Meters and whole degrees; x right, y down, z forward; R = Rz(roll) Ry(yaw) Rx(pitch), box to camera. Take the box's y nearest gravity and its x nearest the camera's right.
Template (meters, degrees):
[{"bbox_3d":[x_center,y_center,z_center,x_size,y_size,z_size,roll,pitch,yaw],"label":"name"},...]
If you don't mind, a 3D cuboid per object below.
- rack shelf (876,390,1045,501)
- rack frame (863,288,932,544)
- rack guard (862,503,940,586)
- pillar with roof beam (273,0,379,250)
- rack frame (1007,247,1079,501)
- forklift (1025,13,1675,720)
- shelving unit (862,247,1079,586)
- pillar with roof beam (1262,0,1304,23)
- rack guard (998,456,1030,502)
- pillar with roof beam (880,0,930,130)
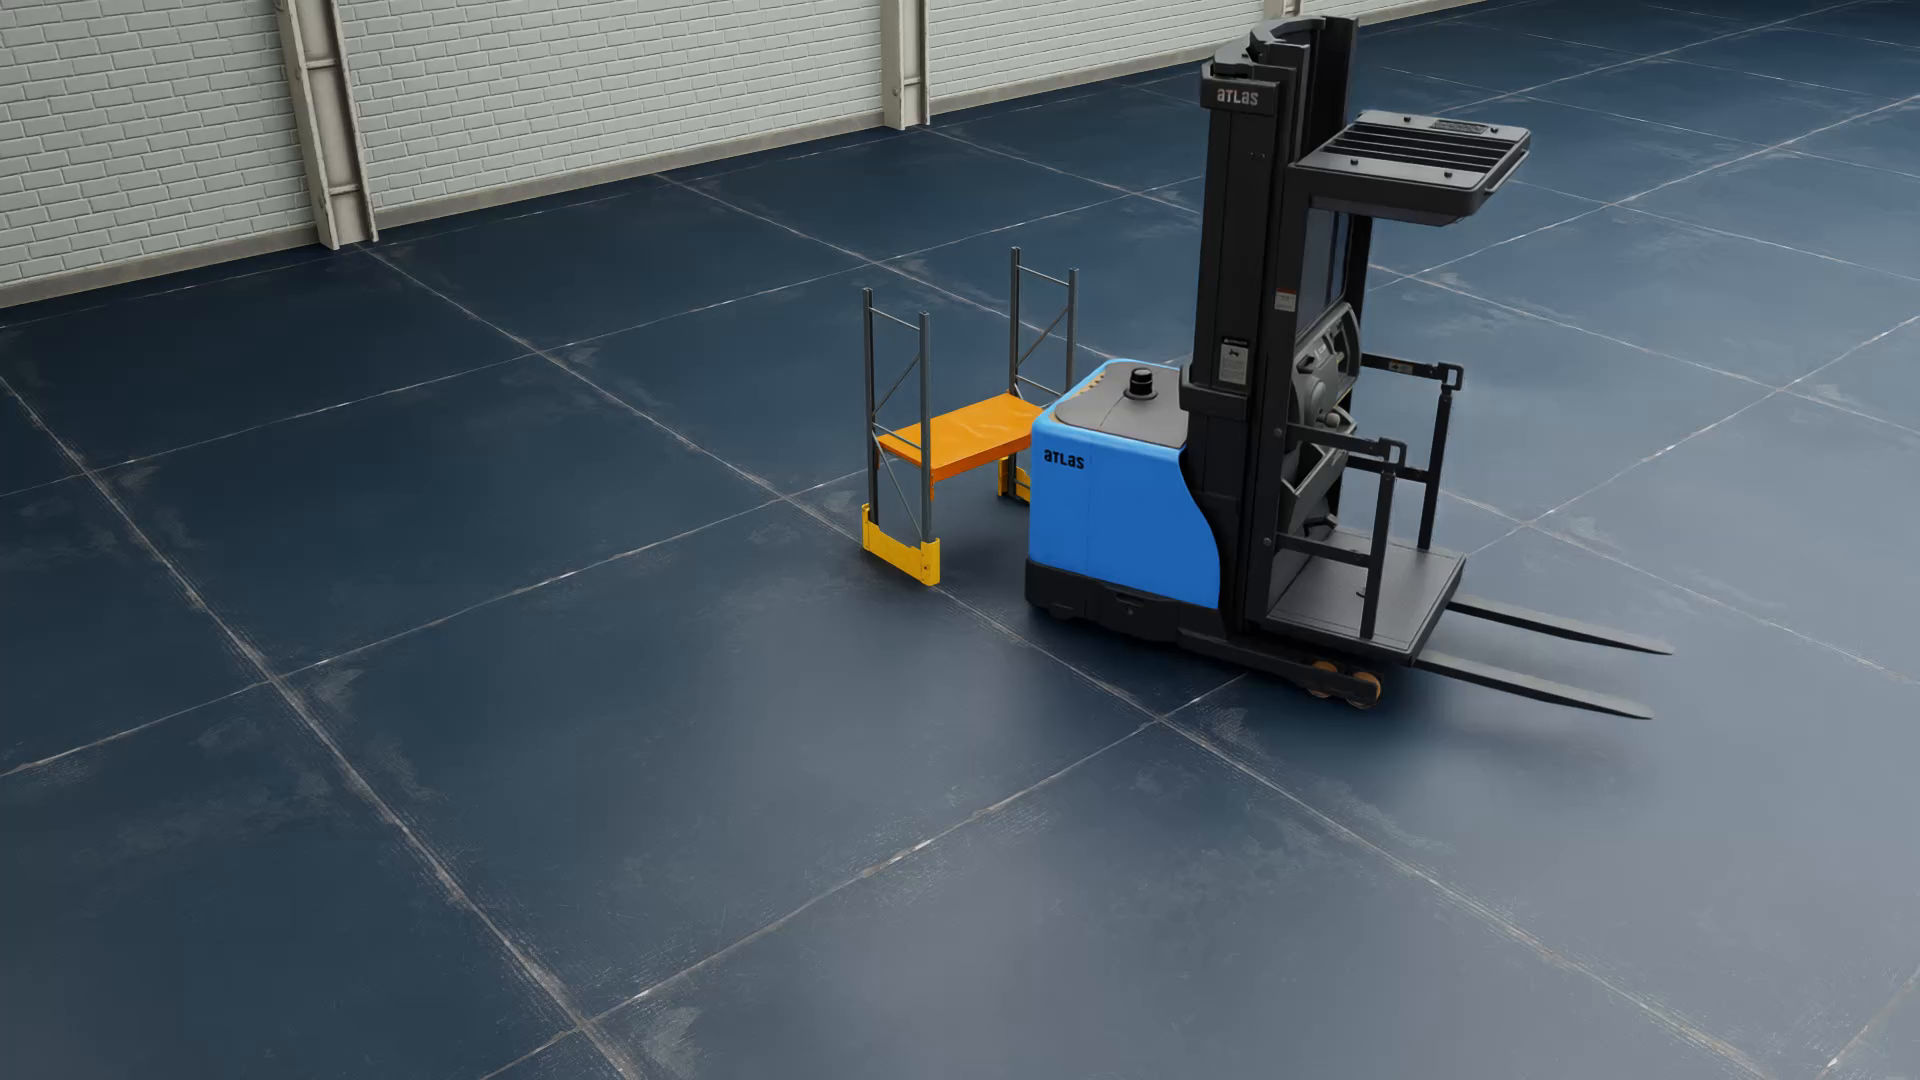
[{"bbox_3d":[0.065,-0.529,9.030,1.000,0.185,0.538,-22,35,-35],"label":"rack shelf"},{"bbox_3d":[-0.322,-0.532,8.654,0.032,1.500,0.500,-22,35,-35],"label":"rack frame"},{"bbox_3d":[-0.321,0.019,8.950,0.087,0.250,0.587,-22,35,-35],"label":"rack guard"},{"bbox_3d":[-2.330,-4.934,8.935,0.400,9.000,9.100,-22,35,-35],"label":"pillar with roof beam"},{"bbox_3d":[0.452,-0.843,9.236,0.032,1.500,0.500,-22,35,-35],"label":"rack frame"},{"bbox_3d":[1.875,-0.792,7.622,3.031,2.935,1.130,14,31,25],"label":"forklift"},{"bbox_3d":[0.058,-0.685,8.940,1.083,1.500,0.587,-22,35,-35],"label":"shelving unit"},{"bbox_3d":[6.799,-8.605,15.805,0.400,9.000,9.100,-22,35,-35],"label":"pillar with roof beam"},{"bbox_3d":[0.437,-0.286,9.520,0.087,0.250,0.587,-22,35,-35],"label":"rack guard"},{"bbox_3d":[2.234,-6.770,12.370,0.400,9.000,9.100,-22,35,-35],"label":"pillar with roof beam"}]
